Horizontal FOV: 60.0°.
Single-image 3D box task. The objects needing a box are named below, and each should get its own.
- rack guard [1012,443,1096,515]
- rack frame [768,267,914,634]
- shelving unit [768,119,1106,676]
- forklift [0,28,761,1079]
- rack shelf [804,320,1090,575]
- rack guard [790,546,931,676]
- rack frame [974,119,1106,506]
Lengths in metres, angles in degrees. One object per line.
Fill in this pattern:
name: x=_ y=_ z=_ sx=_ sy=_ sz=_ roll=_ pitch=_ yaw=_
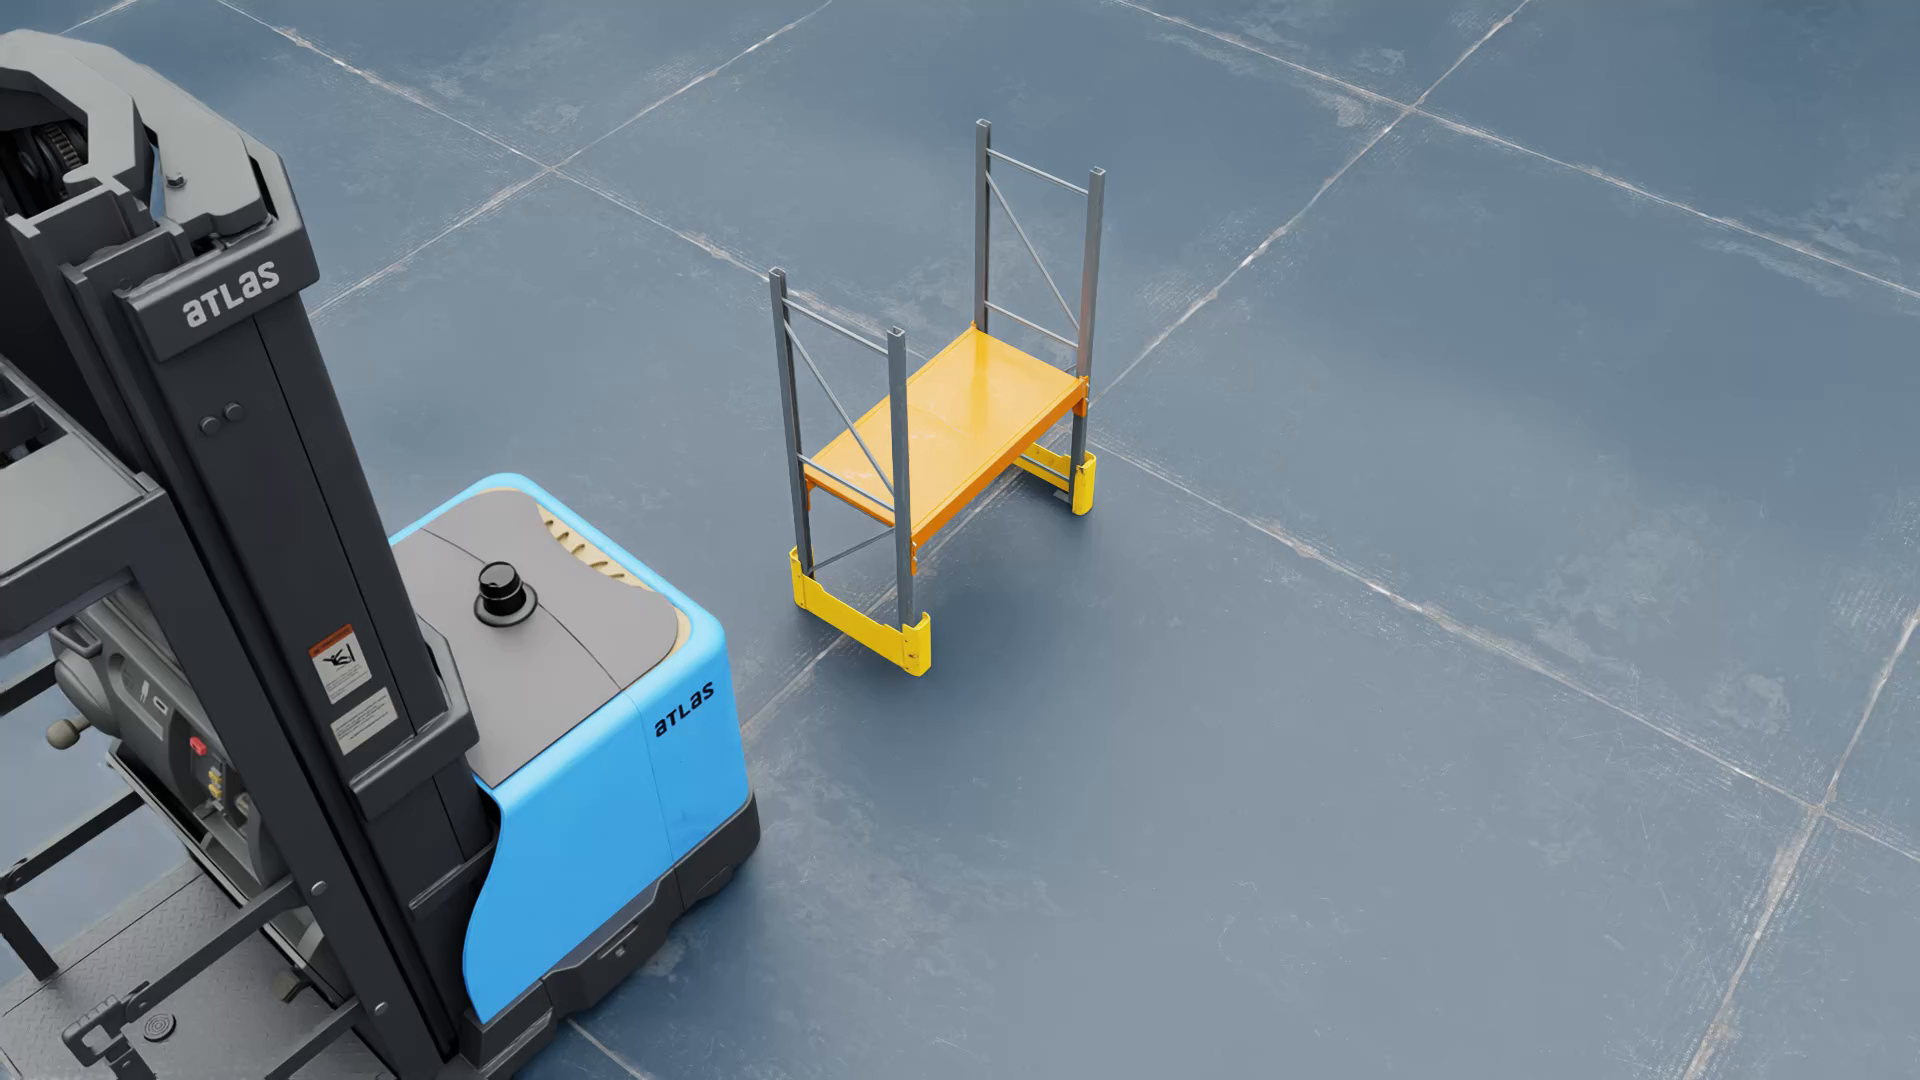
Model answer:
rack guard: x=0.258 y=-0.328 z=6.390 sx=0.587 sy=0.250 sz=0.087 roll=29 pitch=53 yaw=25
rack frame: x=-0.363 y=-0.178 z=5.383 sx=0.500 sy=1.500 sz=0.032 roll=29 pitch=53 yaw=25
shelving unit: x=-0.047 y=-0.474 z=5.666 sx=0.587 sy=1.500 sz=1.083 roll=29 pitch=53 yaw=25
forklift: x=-1.989 y=0.528 z=3.719 sx=1.130 sy=2.935 sz=3.031 roll=33 pitch=55 yaw=27
rack shelf: x=-0.052 y=-0.345 z=5.791 sx=0.538 sy=0.185 sz=1.000 roll=29 pitch=53 yaw=25
rack guard: x=-0.351 y=0.242 z=5.846 sx=0.587 sy=0.250 sz=0.087 roll=29 pitch=53 yaw=25
rack frame: x=0.259 y=-0.760 z=5.939 sx=0.500 sy=1.500 sz=0.032 roll=29 pitch=53 yaw=25
